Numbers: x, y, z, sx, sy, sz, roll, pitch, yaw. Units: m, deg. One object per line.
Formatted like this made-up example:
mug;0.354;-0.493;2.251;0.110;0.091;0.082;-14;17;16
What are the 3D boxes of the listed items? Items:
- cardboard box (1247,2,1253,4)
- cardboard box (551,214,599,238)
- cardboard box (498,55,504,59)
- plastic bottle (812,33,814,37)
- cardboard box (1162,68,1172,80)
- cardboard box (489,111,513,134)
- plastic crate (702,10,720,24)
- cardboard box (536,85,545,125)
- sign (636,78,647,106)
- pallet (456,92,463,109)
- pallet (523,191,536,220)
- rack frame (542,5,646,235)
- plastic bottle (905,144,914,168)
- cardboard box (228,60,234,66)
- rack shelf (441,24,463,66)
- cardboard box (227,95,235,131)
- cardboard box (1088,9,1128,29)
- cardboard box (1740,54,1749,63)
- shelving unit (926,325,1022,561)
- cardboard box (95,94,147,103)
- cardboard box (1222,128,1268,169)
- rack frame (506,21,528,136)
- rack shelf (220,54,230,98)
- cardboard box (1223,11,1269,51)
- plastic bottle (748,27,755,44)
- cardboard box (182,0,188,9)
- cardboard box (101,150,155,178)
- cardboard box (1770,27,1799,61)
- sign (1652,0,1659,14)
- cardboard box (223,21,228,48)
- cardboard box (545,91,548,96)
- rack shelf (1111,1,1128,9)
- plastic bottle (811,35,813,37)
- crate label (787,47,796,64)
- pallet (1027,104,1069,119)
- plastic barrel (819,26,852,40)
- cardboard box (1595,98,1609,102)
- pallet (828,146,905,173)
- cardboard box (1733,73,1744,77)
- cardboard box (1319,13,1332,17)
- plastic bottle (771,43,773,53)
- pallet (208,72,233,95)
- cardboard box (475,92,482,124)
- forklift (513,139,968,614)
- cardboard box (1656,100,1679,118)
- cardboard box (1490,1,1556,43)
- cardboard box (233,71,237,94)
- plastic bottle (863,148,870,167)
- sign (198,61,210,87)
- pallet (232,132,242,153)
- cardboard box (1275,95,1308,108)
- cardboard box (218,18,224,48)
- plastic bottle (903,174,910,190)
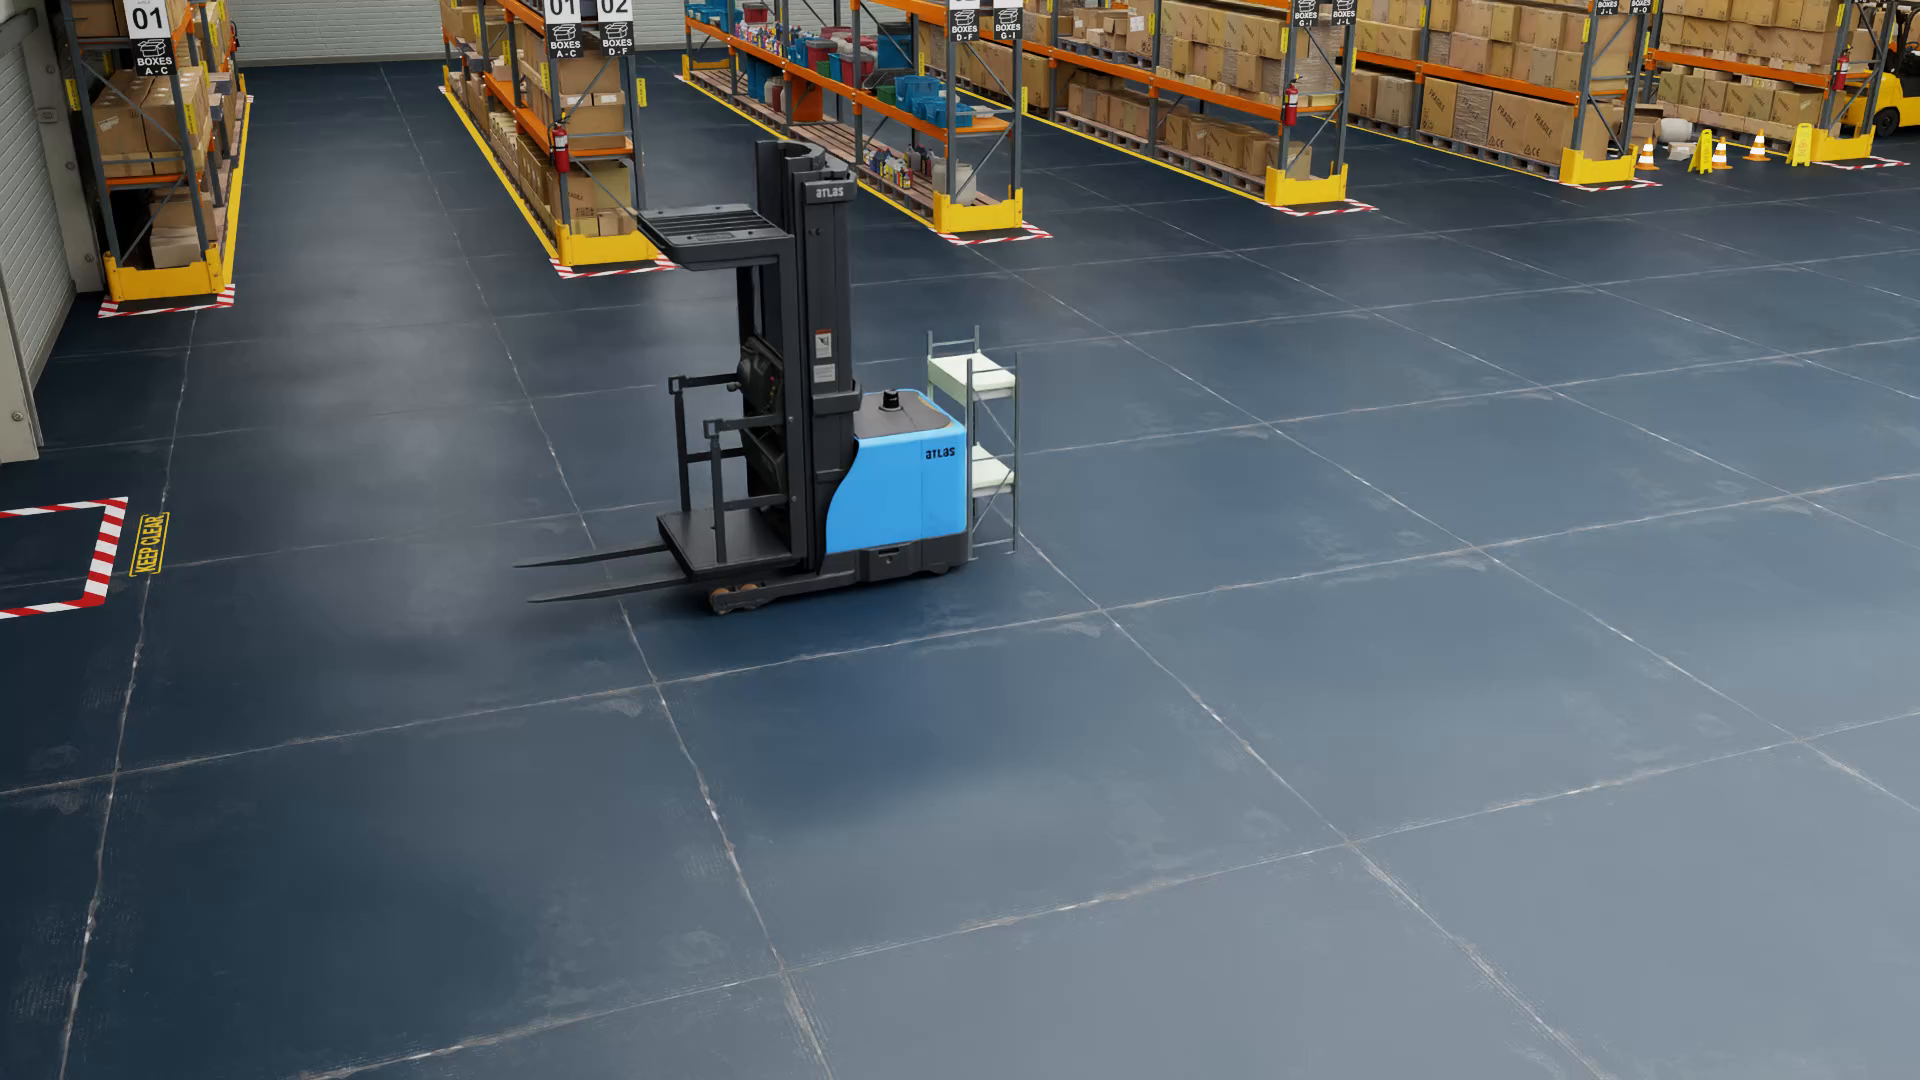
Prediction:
cardboard box;5.835;-10.582;32.511;0.380;0.149;0.250;-8;24;-19
cardboard box;-4.791;-3.915;20.677;0.500;0.250;0.500;-8;24;-19
cardboard box;-7.064;-7.562;26.444;0.500;0.311;0.500;-7;24;-16
plastic bottle;-2.616;-8.874;29.593;0.061;0.283;0.133;-8;24;-19
cardboard box;3.401;-7.318;26.074;0.380;0.149;0.250;-8;24;-19
cardboard box;-7.241;-6.696;26.551;0.500;0.311;0.500;-7;24;-17
plastic crate;-4.992;-10.554;33.568;0.416;0.233;0.300;-8;24;-19
cardboard box;-5.210;-5.800;22.020;0.700;0.500;0.500;-8;24;-18
sign;-3.804;-5.344;19.850;0.100;0.325;0.005;-8;24;-19
pallet;-9.241;-8.603;32.390;1.003;0.211;1.213;-8;24;-19
pallet;-5.497;-4.708;23.149;1.003;0.211;1.213;-8;24;-19
rack frame;-4.325;-4.834;19.858;1.000;3.000;0.127;-8;24;-19
plastic bottle;-0.741;-5.734;24.836;0.144;0.351;0.185;-8;24;-19
cardboard box;-14.054;-9.045;31.691;0.380;0.149;0.250;-9;24;-20
rack shelf;-9.271;-9.590;32.067;1.077;0.370;4.000;-8;24;-19
cardboard box;-12.530;-7.176;27.640;0.750;0.750;0.750;-8;24;-17
cardboard box;2.636;-8.959;28.974;0.700;0.500;0.500;-5;23;-11
cardboard box;13.361;-8.101;27.931;0.380;0.149;0.250;-8;24;-19
shelving unit;0.093;-0.705;11.992;0.431;1.500;0.755;-9;25;-21
cardboard box;-9.492;-4.765;18.896;0.500;0.500;0.500;-8;24;-18
cardboard box;4.292;-5.906;25.077;0.500;0.500;0.500;-6;24;-14
rack frame;-5.739;-6.288;23.306;1.000;3.000;0.127;-8;24;-19
rack shelf;-12.491;-7.455;27.003;1.077;0.370;4.000;-8;24;-19
cardboard box;4.162;-7.365;24.063;0.500;0.500;0.500;-8;24;-19
plastic bottle;-3.795;-9.259;30.515;0.152;0.276;0.135;-8;24;-19
cardboard box;-9.961;-6.894;20.728;0.500;0.500;0.500;-8;24;-18
cardboard box;-9.305;-4.237;18.607;0.500;0.250;0.500;-8;24;-18
cardboard box;13.592;-8.077;27.040;0.500;0.500;0.500;-8;24;-19
sign;12.283;-9.461;29.345;0.100;0.325;0.005;-8;24;-19
cardboard box;-13.627;-9.117;29.633;0.980;0.700;0.700;-9;24;-20
cardboard box;-5.003;-5.667;20.869;0.380;0.149;0.250;-8;24;-17
rack shelf;4.674;-11.591;36.816;1.077;0.370;4.000;-8;24;-19
plastic bottle;-2.602;-8.767;29.355;0.097;0.271;0.097;0;23;0
crate label;-2.718;-8.138;27.911;0.303;0.233;0.416;-8;24;-19
pallet;1.909;-8.111;31.222;1.003;0.211;1.213;-8;24;-19
plastic barrel;-2.069;-8.355;28.036;0.600;0.536;0.708;-8;24;-19
cardboard box;11.147;-7.947;29.487;0.500;0.500;0.500;-8;24;-19
pallet;-1.417;-5.961;26.122;1.003;0.211;1.213;-8;24;-19
cardboard box;13.443;-7.915;29.200;0.500;0.500;0.500;-8;24;-18
cardboard box;6.881;-9.404;30.572;0.500;0.500;0.500;-9;24;-19
plastic bottle;-3.267;-8.651;29.168;0.097;0.201;0.097;0;23;0
pallet;-11.433;-6.727;24.596;1.213;0.211;1.003;-8;24;-19
cardboard box;-8.075;-7.478;28.781;0.500;0.500;0.500;-9;25;-21
forklift;-1.513;-1.089;11.061;3.031;2.935;1.130;-9;24;-20
cardboard box;12.757;-7.680;29.610;0.500;0.250;0.500;-10;25;-21
cardboard box;8.864;-8.127;26.086;0.875;0.550;0.500;-8;24;-19
cardboard box;-14.270;-8.768;31.869;0.700;0.500;0.500;-8;24;-19
plastic bottle;-1.401;-5.736;24.943;0.097;0.271;0.097;0;23;0
sign;-9.867;-6.083;21.706;0.100;0.325;0.005;-8;24;-19
pallet;-12.420;-6.515;27.435;1.003;0.211;1.213;-8;24;-19
cardboard box;4.650;-6.152;23.307;0.380;0.149;0.250;-8;24;-19
cardboard box;-12.799;-8.573;28.190;0.500;0.500;0.500;-9;24;-20
plastic bottle;-0.749;-5.033;23.366;0.097;0.201;0.097;0;23;0
